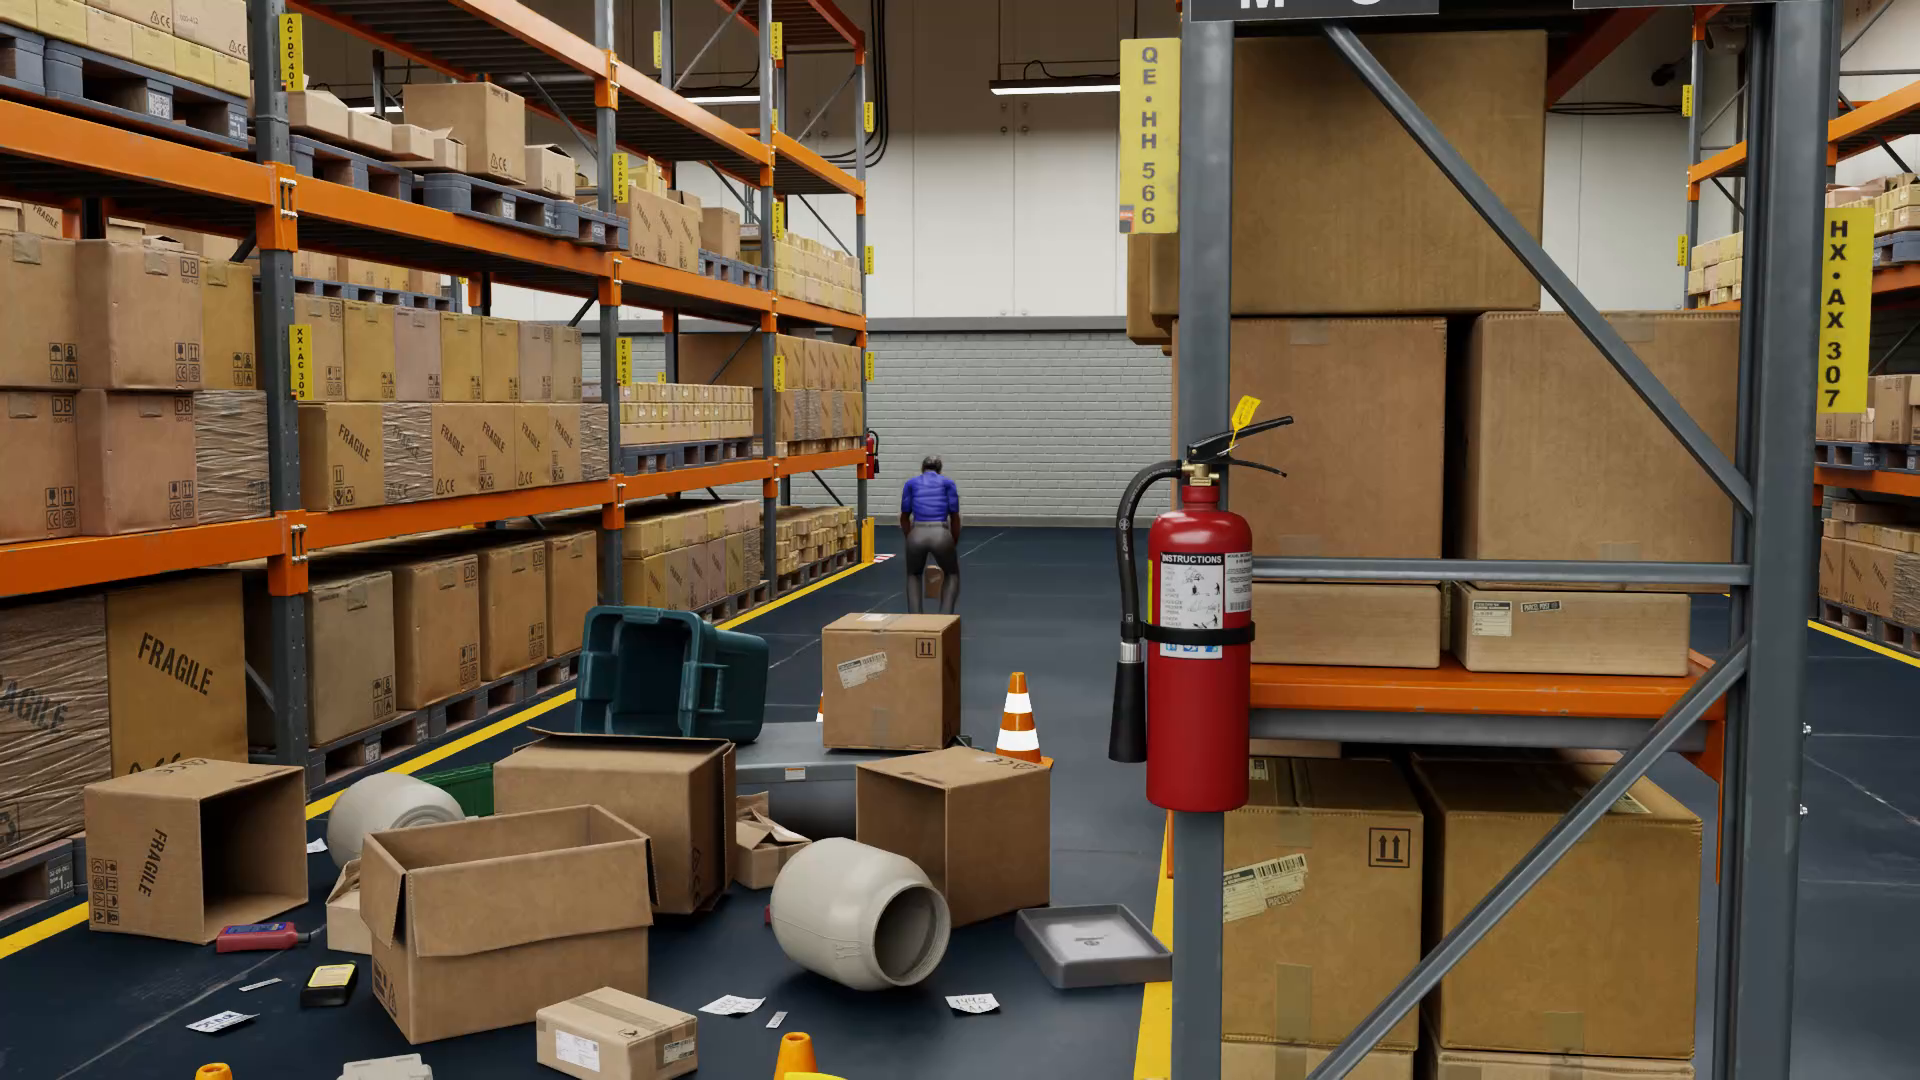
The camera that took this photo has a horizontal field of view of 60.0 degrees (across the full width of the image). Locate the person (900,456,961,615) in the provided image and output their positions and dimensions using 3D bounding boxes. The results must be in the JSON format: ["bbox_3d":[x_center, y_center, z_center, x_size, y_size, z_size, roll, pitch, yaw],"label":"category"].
[{"bbox_3d":[-0.254,0.022,13.401,0.495,1.391,0.616,1,5,9],"label":"person"}]
